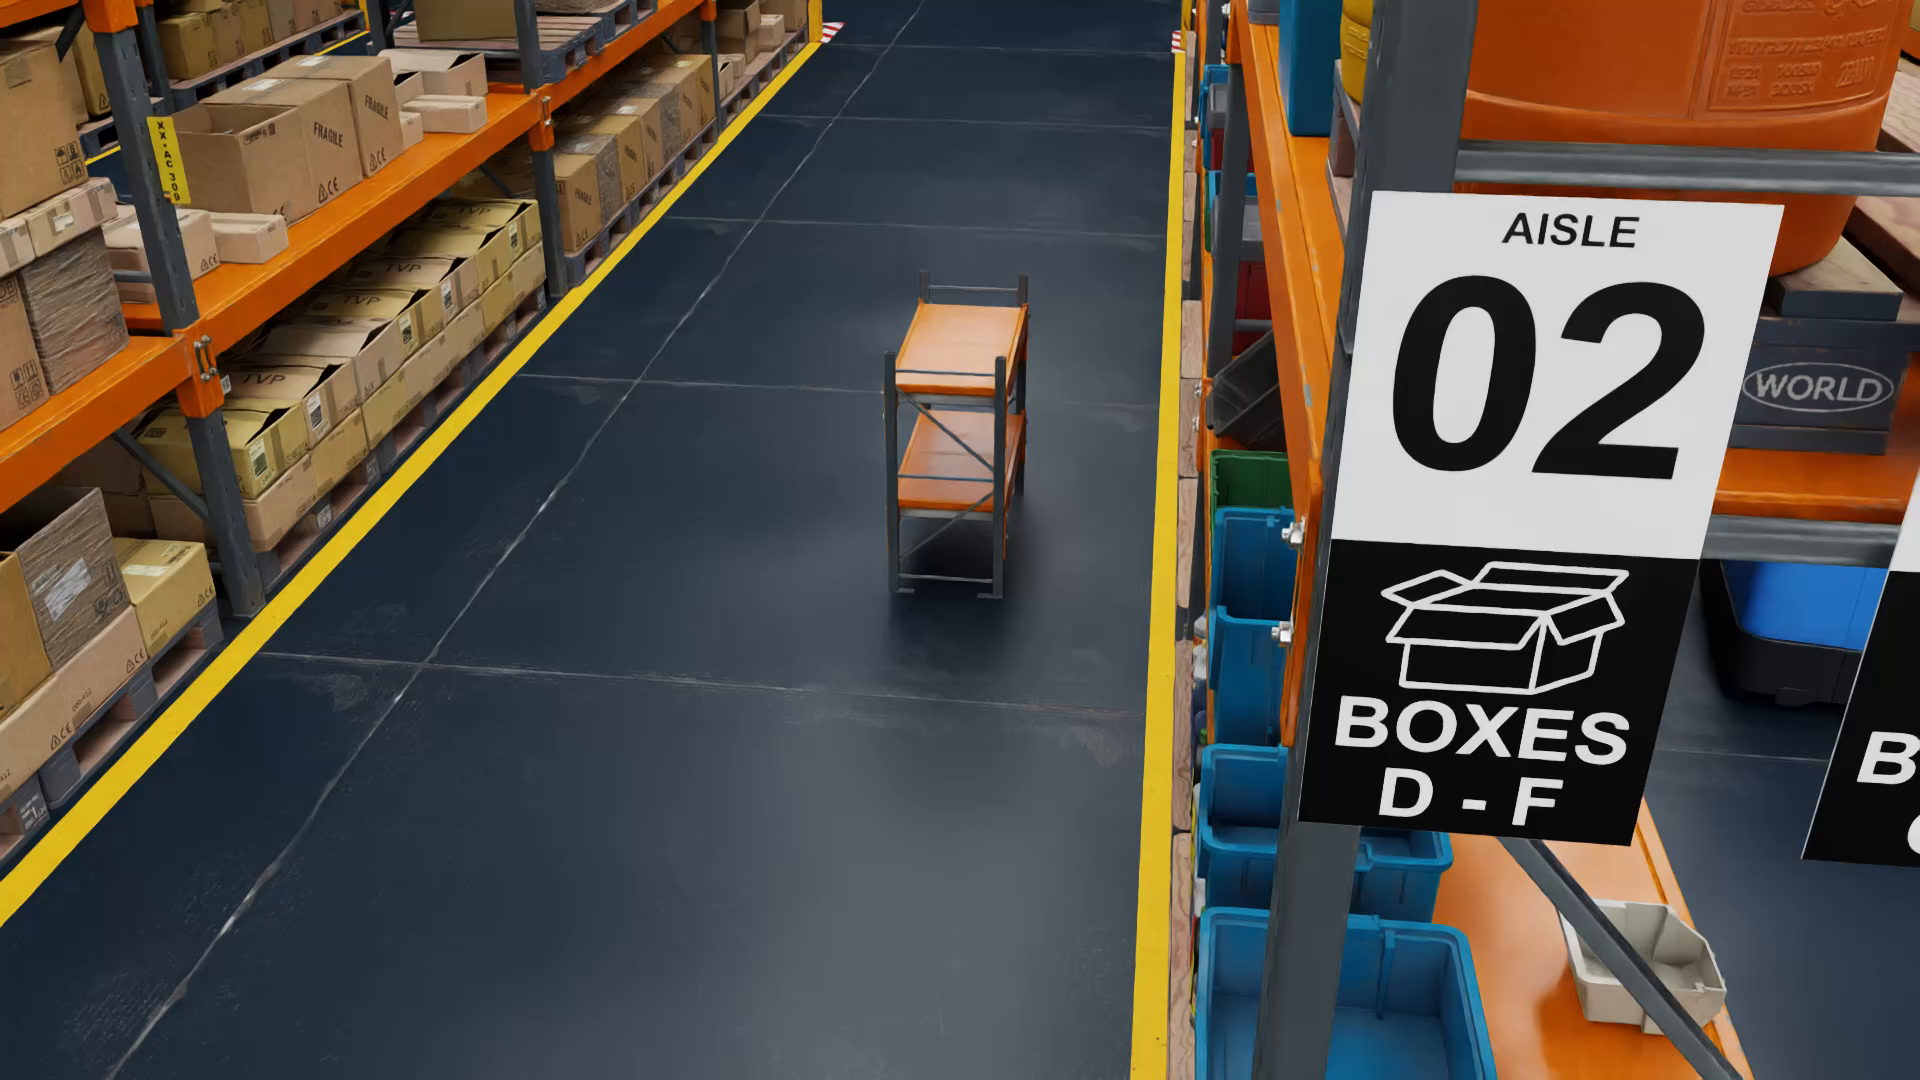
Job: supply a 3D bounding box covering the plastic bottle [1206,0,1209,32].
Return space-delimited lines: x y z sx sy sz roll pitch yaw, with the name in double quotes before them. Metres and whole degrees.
"plastic bottle" 1.765 -3.662 11.520 0.097 0.271 0.097 0 28 0

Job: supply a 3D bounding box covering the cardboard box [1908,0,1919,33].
"cardboard box" 6.933 -3.829 11.590 0.500 0.500 0.500 3 28 6

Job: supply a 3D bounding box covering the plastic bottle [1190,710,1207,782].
"plastic bottle" 0.869 0.671 5.671 0.144 0.351 0.185 2 28 4

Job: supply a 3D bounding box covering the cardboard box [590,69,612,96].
"cardboard box" -2.957 -3.541 12.541 0.500 0.250 0.500 3 29 6

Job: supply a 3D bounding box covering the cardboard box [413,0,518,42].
"cardboard box" -3.058 -3.451 10.444 0.700 0.500 0.500 -6 29 -11

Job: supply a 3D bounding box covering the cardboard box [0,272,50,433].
"cardboard box" -3.619 -0.622 5.637 0.700 0.500 0.500 3 28 6

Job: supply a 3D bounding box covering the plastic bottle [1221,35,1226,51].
"plastic bottle" 1.603 -3.041 10.368 0.097 0.271 0.097 0 28 0

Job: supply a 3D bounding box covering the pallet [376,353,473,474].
"pallet" -3.315 -0.733 8.888 1.003 0.211 1.213 3 28 6

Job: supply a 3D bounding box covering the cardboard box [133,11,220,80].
"cardboard box" -7.256 -4.518 15.167 0.700 0.500 0.500 4 29 7

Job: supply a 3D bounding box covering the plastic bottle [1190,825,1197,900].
"plastic bottle" 0.794 0.959 5.137 0.144 0.351 0.185 5 29 8

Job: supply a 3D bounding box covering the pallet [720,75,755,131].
"pallet" -2.448 -3.897 14.761 1.003 0.211 1.213 3 28 6

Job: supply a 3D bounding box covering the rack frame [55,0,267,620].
"rack frame" -3.513 -1.036 6.510 1.000 3.000 0.127 3 28 6

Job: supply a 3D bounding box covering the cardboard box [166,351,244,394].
"cardboard box" -3.691 -0.710 7.770 0.500 0.311 0.500 4 29 8

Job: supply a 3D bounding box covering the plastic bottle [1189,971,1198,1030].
"plastic bottle" 0.702 1.285 4.689 0.097 0.201 0.097 0 28 0

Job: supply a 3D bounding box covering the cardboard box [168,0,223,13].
"cardboard box" -7.033 -4.954 15.292 0.380 0.149 0.250 4 29 8

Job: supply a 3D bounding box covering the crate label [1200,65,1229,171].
"crate label" 1.502 -2.193 8.620 0.502 0.435 0.616 3 28 6

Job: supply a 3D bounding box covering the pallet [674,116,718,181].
"pallet" -2.595 -3.189 13.447 1.003 0.211 1.213 3 28 6

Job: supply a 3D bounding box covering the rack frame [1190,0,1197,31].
"rack frame" 2.873 -6.395 16.457 1.000 3.000 0.127 3 28 6

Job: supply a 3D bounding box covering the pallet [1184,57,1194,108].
"pallet" 2.581 -4.209 15.339 1.003 0.211 1.213 3 28 6

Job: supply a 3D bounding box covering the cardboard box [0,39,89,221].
"cardboard box" -3.561 -1.442 5.790 0.700 0.500 0.500 3 29 6

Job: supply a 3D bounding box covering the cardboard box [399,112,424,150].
"cardboard box" -3.123 -2.205 8.944 0.380 0.149 0.250 5 29 10

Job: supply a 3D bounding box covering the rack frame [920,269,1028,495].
"rack frame" 0.063 -0.738 7.933 0.500 1.125 0.032 3 28 6

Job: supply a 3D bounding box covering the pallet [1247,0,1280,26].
"pallet" 1.411 -1.638 4.665 1.213 0.211 1.003 3 28 6

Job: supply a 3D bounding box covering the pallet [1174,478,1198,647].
"pallet" 1.460 0.109 7.324 1.003 0.211 1.213 3 28 6

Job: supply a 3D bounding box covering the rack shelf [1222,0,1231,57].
"rack shelf" 1.648 -2.692 7.179 1.077 0.370 4.000 3 28 6

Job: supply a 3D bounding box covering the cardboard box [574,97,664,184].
"cardboard box" -2.500 -2.938 12.213 0.500 0.500 0.500 2 28 4

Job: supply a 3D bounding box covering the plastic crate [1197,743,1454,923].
"plastic crate" 0.762 0.644 3.549 0.499 0.251 0.408 3 28 6

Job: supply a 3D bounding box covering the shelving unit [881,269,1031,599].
"shelving unit" 0.001 -0.498 7.489 0.538 1.125 1.048 3 28 6

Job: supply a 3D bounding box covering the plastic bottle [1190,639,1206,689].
"plastic bottle" 0.916 0.464 6.212 0.097 0.201 0.097 0 28 0

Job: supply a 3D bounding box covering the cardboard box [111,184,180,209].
"cardboard box" -3.588 -1.401 7.330 0.396 0.266 0.258 3 28 5

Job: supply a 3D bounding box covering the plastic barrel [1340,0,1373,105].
"plastic barrel" 0.926 -0.996 2.632 0.600 0.588 0.600 0 28 0

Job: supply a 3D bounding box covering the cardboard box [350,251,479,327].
"cardboard box" -2.965 -1.397 9.045 0.500 0.311 0.500 3 28 6

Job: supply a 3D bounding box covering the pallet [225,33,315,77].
"pallet" -7.132 -4.789 16.417 1.003 0.211 1.213 3 28 6

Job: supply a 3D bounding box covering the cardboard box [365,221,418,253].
"cardboard box" -3.435 -1.663 9.539 0.500 0.311 0.500 3 28 5

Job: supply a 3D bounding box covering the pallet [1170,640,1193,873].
"pallet" 1.279 0.795 6.052 1.003 0.211 1.213 3 28 6

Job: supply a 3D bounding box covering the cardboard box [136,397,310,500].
"cardboard box" -3.215 -0.437 7.264 0.500 0.311 0.500 3 29 6

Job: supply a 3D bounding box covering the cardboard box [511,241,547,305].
"cardboard box" -2.845 -1.631 10.072 0.500 0.250 0.500 4 29 7

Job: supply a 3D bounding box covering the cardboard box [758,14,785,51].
"cardboard box" -2.011 -4.952 16.214 0.500 0.250 0.500 3 28 6

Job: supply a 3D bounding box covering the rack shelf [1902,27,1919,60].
"rack shelf" 7.053 -2.966 10.851 1.077 0.370 4.000 3 28 6

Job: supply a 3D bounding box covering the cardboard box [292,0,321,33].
"cardboard box" -7.007 -5.484 16.960 0.700 0.500 0.500 3 28 6

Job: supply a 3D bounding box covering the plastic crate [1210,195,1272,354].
"plastic crate" 1.158 -1.020 6.413 0.402 0.464 0.583 3 28 6

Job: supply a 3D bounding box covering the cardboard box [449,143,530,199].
"cardboard box" -3.141 -2.466 11.336 0.500 0.500 0.500 4 29 8

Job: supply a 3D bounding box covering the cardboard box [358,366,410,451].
"cardboard box" -3.093 -0.670 8.288 0.500 0.250 0.500 3 28 5

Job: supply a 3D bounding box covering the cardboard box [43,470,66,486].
"cardboard box" -3.881 -0.140 6.513 0.500 0.500 0.500 3 28 6

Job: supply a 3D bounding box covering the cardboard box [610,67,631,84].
"cardboard box" -2.888 -3.430 13.125 0.500 0.500 0.500 4 29 7

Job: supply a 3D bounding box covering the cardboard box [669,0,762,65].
"cardboard box" -2.308 -4.781 15.630 0.797 0.503 0.637 3 28 6

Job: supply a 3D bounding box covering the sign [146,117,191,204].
"sign" -2.962 -1.420 6.228 0.100 0.325 0.005 3 28 6

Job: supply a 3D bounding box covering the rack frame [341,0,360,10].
"rack frame" -6.960 -6.971 17.526 1.000 3.000 0.127 3 28 6

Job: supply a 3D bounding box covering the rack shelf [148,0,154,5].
"rack shelf" -7.205 -5.712 15.949 1.077 0.370 4.000 3 28 6

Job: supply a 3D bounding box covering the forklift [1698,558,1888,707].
"forklift" 4.601 -0.696 5.951 3.031 2.935 1.130 7 29 13

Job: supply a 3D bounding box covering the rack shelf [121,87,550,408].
"rack shelf" -3.268 -1.661 8.428 1.077 0.370 4.000 3 28 6
